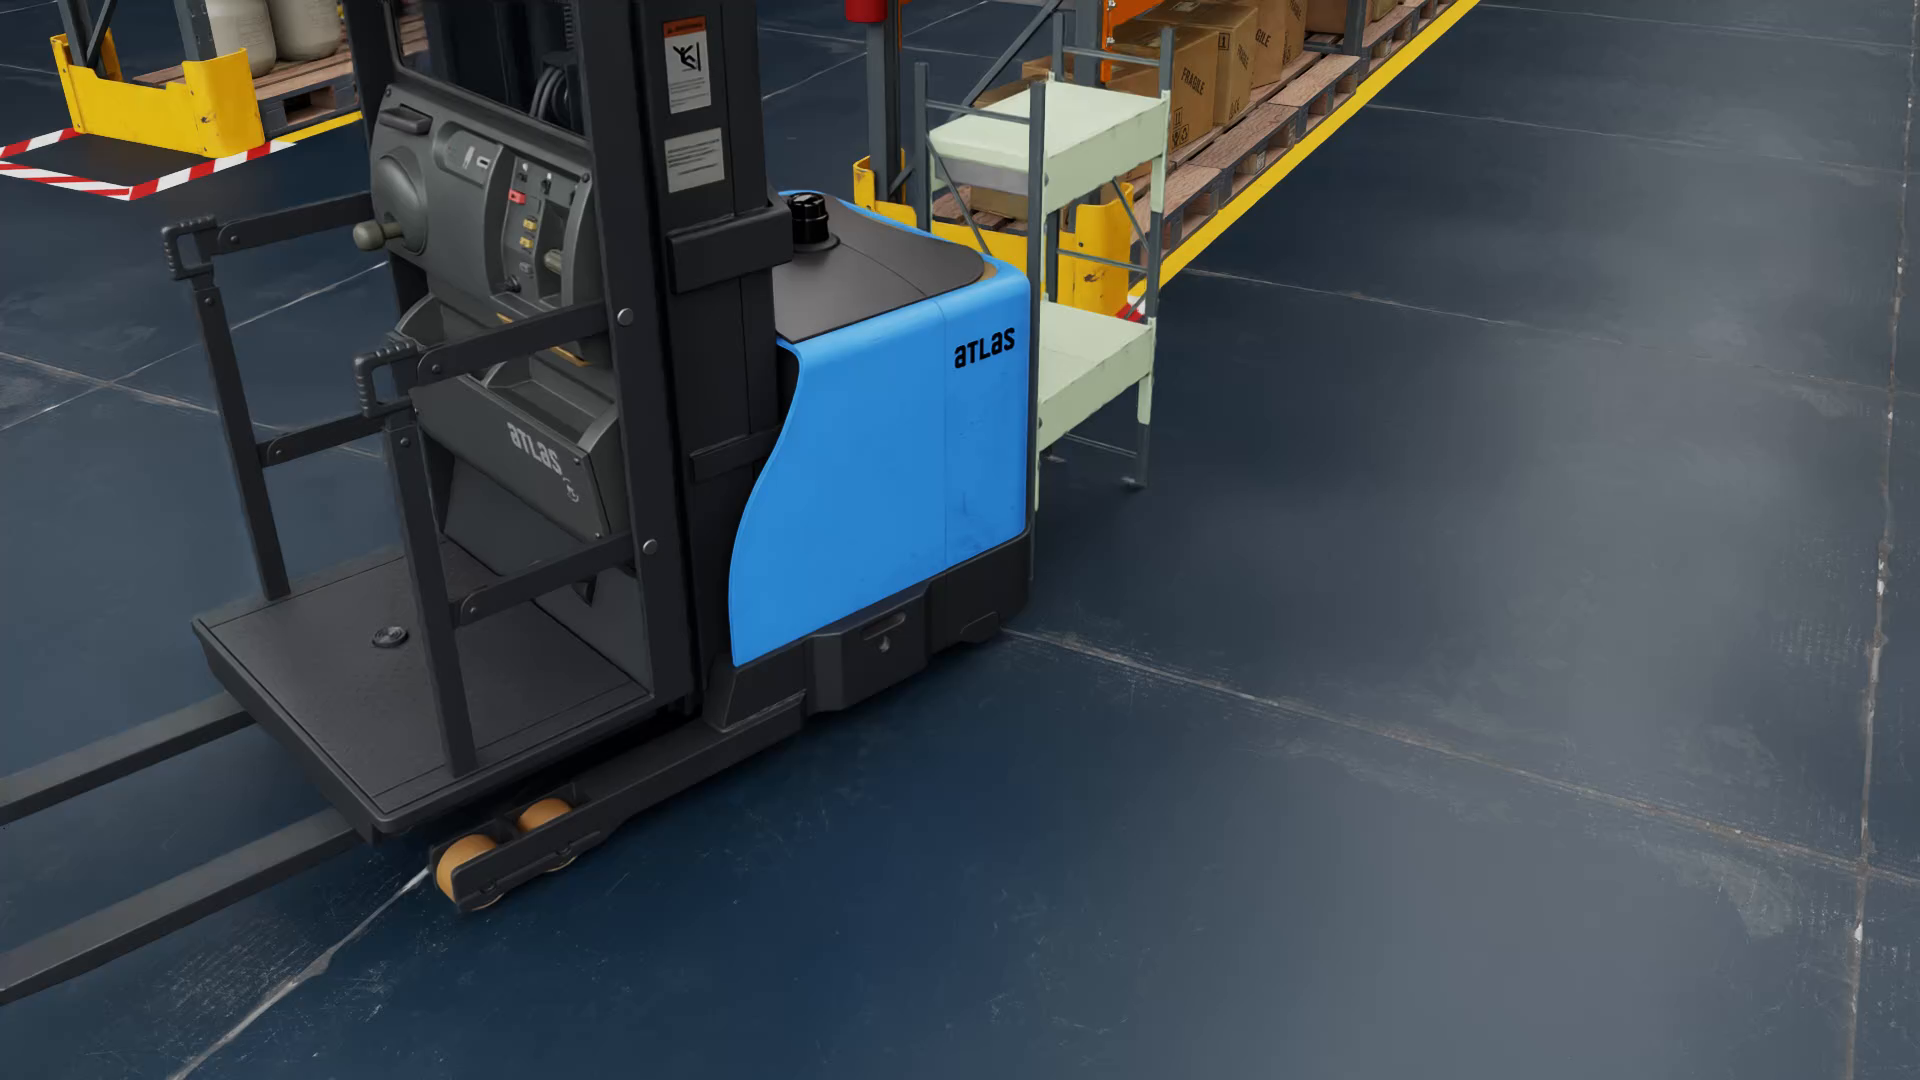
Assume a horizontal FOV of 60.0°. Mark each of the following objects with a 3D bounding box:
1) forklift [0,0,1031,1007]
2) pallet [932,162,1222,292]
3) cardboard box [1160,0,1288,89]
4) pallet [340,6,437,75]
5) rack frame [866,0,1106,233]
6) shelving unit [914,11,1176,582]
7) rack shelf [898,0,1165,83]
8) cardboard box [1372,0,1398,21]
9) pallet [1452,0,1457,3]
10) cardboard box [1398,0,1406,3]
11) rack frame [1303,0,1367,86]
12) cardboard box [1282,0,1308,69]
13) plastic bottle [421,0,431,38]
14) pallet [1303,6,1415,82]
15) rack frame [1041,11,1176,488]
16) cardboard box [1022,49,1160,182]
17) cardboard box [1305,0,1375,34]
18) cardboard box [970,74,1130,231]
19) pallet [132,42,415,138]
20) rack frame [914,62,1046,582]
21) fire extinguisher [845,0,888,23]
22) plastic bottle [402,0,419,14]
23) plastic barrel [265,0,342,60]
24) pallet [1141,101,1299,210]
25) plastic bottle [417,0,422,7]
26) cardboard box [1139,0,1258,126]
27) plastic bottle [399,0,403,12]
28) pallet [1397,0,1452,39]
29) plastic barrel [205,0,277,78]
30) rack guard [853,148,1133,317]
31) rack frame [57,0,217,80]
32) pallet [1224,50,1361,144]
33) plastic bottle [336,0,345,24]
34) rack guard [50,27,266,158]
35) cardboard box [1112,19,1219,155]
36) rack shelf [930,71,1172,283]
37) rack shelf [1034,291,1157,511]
[{"bbox_3d":[-1.228,-0.724,3.568,3.031,2.935,1.130,-24,38,-36],"label":"forklift"},{"bbox_3d":[0.529,-1.515,7.676,1.003,0.211,1.213,14,33,23],"label":"pallet"},{"bbox_3d":[1.443,-2.786,9.177,0.500,0.500,0.500,-26,39,-37],"label":"cardboard box"},{"bbox_3d":[-3.392,-3.195,10.601,1.003,0.211,1.213,14,33,23],"label":"pallet"},{"bbox_3d":[0.093,-2.338,6.310,1.000,3.000,0.127,14,33,23],"label":"rack frame"},{"bbox_3d":[0.251,-0.732,5.019,0.431,1.500,0.755,18,35,29],"label":"shelving unit"},{"bbox_3d":[1.004,-2.913,8.033,1.077,0.370,4.000,14,33,23],"label":"rack shelf"},{"bbox_3d":[2.448,-3.693,10.737,0.700,0.500,0.500,14,33,23],"label":"cardboard box"},{"bbox_3d":[3.380,-4.329,12.577,1.003,0.211,1.213,14,33,23],"label":"pallet"},{"bbox_3d":[2.702,-3.941,11.169,0.700,0.500,0.500,11,32,19],"label":"cardboard box"},{"bbox_3d":[1.915,-4.111,9.397,1.000,3.000,0.127,14,33,23],"label":"rack frame"},{"bbox_3d":[1.697,-3.041,9.622,0.500,0.500,0.500,13,32,22],"label":"cardboard box"},{"bbox_3d":[-3.213,-3.202,10.113,0.097,0.271,0.097,0,30,0],"label":"plastic bottle"},{"bbox_3d":[2.268,-3.248,10.693,1.003,0.211,1.213,14,33,23],"label":"pallet"},{"bbox_3d":[0.453,-0.884,5.284,0.400,1.500,0.023,18,35,29],"label":"rack frame"},{"bbox_3d":[0.634,-1.982,7.778,0.500,0.500,0.500,24,38,36],"label":"cardboard box"},{"bbox_3d":[2.214,-3.486,10.376,0.700,0.500,0.500,12,32,20],"label":"cardboard box"},{"bbox_3d":[0.392,-1.709,7.303,0.500,0.500,0.500,21,36,32],"label":"cardboard box"},{"bbox_3d":[-3.949,-2.656,9.663,1.003,0.211,1.213,14,33,23],"label":"pallet"},{"bbox_3d":[0.049,-0.580,4.754,0.400,1.500,0.023,18,35,29],"label":"rack frame"},{"bbox_3d":[-0.370,-2.358,6.423,0.296,0.674,0.183,14,33,23],"label":"fire extinguisher"},{"bbox_3d":[-3.548,-3.500,10.700,0.097,0.201,0.097,0,30,0],"label":"plastic bottle"},{"bbox_3d":[-3.856,-3.096,9.706,0.421,0.512,0.421,0,30,0],"label":"plastic barrel"},{"bbox_3d":[1.086,-2.054,8.614,1.003,0.211,1.213,14,33,23],"label":"pallet"},{"bbox_3d":[-3.596,-3.659,10.828,0.144,0.351,0.185,16,33,25],"label":"plastic bottle"},{"bbox_3d":[1.230,-2.493,8.667,0.500,0.500,0.500,11,32,19],"label":"cardboard box"},{"bbox_3d":[-3.668,-3.552,10.717,0.152,0.276,0.135,13,32,22],"label":"plastic bottle"},{"bbox_3d":[2.823,-3.791,11.639,1.003,0.211,1.213,14,33,23],"label":"pallet"},{"bbox_3d":[-4.085,-2.874,9.319,0.421,0.512,0.421,0,30,0],"label":"plastic barrel"},{"bbox_3d":[0.127,-1.288,6.991,1.175,0.500,0.348,14,33,23],"label":"rack guard"},{"bbox_3d":[-4.317,-3.462,8.266,1.000,3.000,0.127,14,33,23],"label":"rack frame"},{"bbox_3d":[1.640,-2.596,9.559,1.003,0.211,1.213,14,33,23],"label":"pallet"},{"bbox_3d":[-3.870,-3.353,10.444,0.097,0.201,0.097,0,30,0],"label":"plastic bottle"},{"bbox_3d":[-4.324,-2.422,8.966,1.175,0.500,0.348,14,33,23],"label":"rack guard"},{"bbox_3d":[0.936,-2.255,8.254,0.500,0.500,0.500,18,34,28],"label":"cardboard box"},{"bbox_3d":[0.251,-1.071,4.824,0.431,0.370,0.720,18,35,29],"label":"rack shelf"},{"bbox_3d":[0.251,-0.449,5.181,0.431,0.370,0.720,18,35,29],"label":"rack shelf"}]
